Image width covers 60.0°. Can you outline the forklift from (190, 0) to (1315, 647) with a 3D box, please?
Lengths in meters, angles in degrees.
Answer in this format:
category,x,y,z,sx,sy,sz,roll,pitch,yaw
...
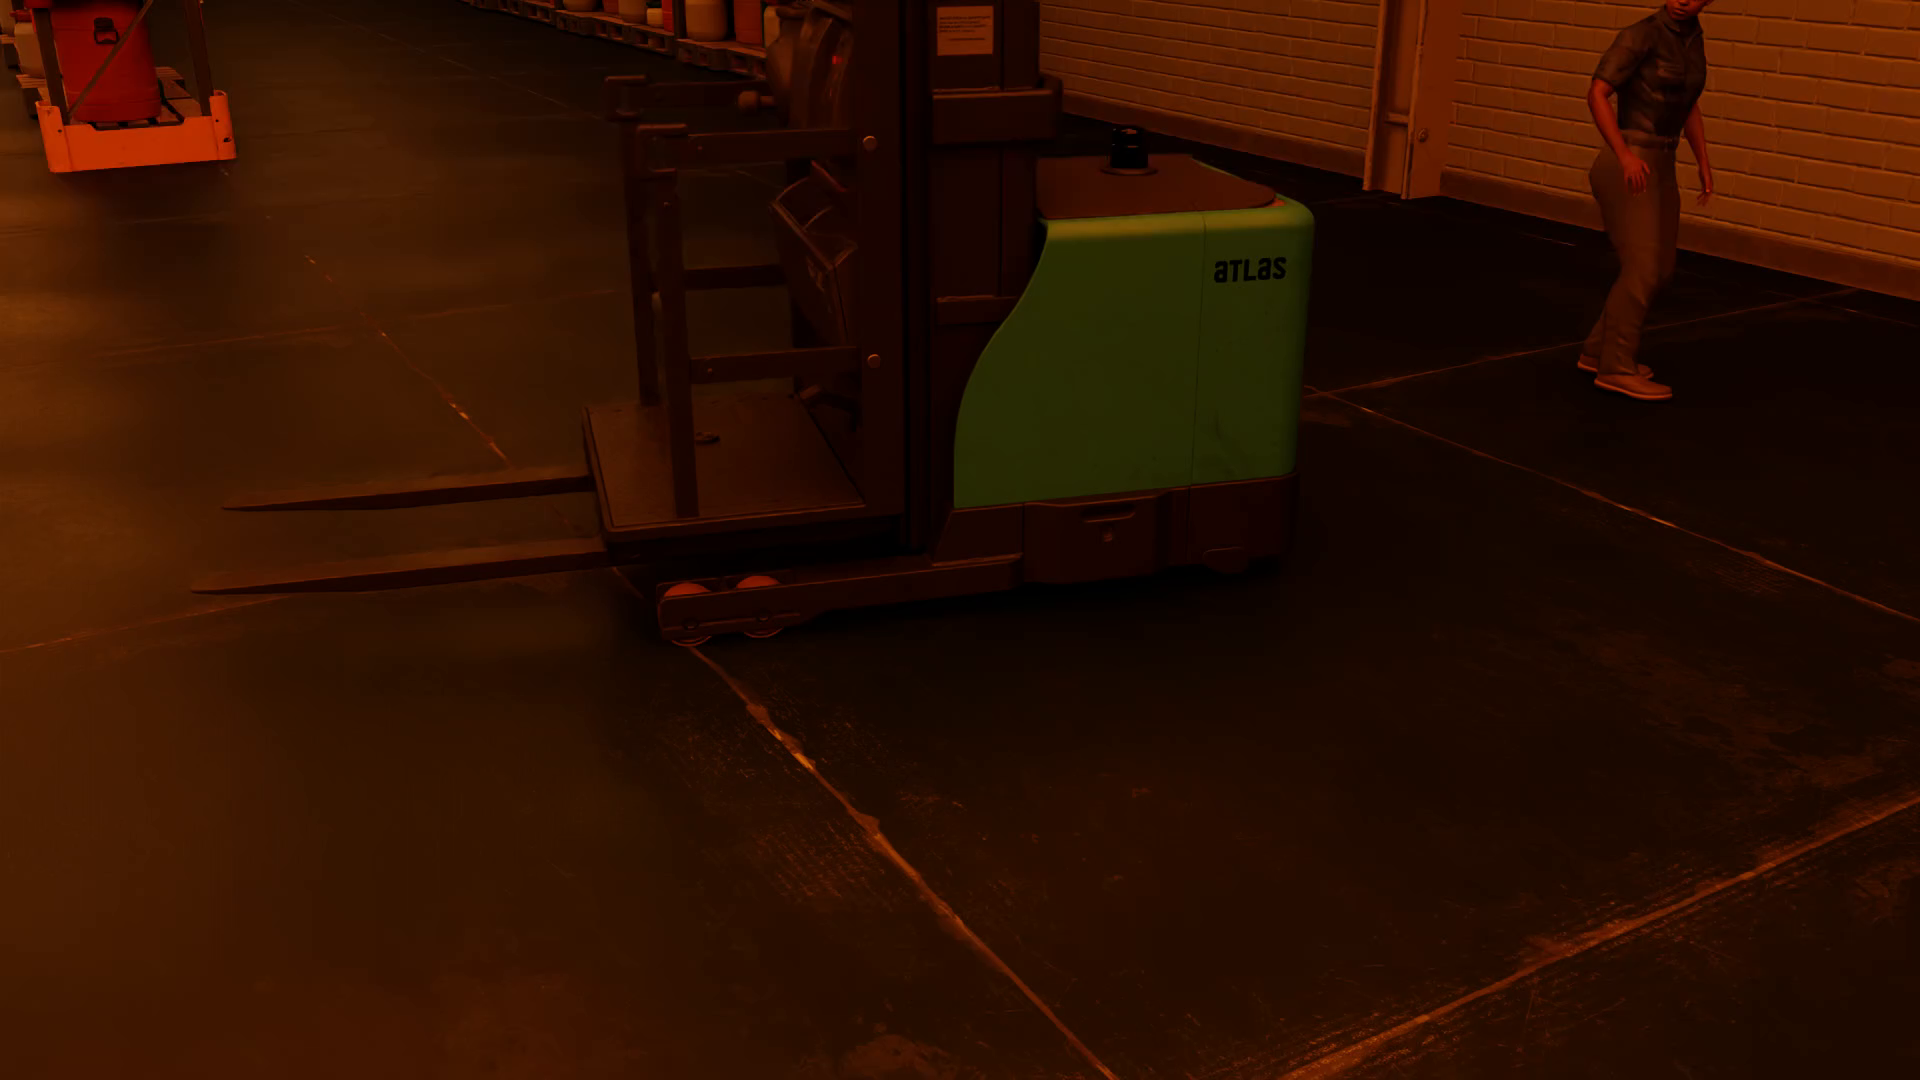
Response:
category,x,y,z,sx,sy,sz,roll,pitch,yaw
forklift,-0.588,-1.294,4.426,3.031,2.935,1.130,-6,23,-14

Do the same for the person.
category,x,y,z,sx,sy,sz,roll,pitch,yaw
person,2.689,-1.384,6.369,0.648,1.634,0.466,-20,30,-40
